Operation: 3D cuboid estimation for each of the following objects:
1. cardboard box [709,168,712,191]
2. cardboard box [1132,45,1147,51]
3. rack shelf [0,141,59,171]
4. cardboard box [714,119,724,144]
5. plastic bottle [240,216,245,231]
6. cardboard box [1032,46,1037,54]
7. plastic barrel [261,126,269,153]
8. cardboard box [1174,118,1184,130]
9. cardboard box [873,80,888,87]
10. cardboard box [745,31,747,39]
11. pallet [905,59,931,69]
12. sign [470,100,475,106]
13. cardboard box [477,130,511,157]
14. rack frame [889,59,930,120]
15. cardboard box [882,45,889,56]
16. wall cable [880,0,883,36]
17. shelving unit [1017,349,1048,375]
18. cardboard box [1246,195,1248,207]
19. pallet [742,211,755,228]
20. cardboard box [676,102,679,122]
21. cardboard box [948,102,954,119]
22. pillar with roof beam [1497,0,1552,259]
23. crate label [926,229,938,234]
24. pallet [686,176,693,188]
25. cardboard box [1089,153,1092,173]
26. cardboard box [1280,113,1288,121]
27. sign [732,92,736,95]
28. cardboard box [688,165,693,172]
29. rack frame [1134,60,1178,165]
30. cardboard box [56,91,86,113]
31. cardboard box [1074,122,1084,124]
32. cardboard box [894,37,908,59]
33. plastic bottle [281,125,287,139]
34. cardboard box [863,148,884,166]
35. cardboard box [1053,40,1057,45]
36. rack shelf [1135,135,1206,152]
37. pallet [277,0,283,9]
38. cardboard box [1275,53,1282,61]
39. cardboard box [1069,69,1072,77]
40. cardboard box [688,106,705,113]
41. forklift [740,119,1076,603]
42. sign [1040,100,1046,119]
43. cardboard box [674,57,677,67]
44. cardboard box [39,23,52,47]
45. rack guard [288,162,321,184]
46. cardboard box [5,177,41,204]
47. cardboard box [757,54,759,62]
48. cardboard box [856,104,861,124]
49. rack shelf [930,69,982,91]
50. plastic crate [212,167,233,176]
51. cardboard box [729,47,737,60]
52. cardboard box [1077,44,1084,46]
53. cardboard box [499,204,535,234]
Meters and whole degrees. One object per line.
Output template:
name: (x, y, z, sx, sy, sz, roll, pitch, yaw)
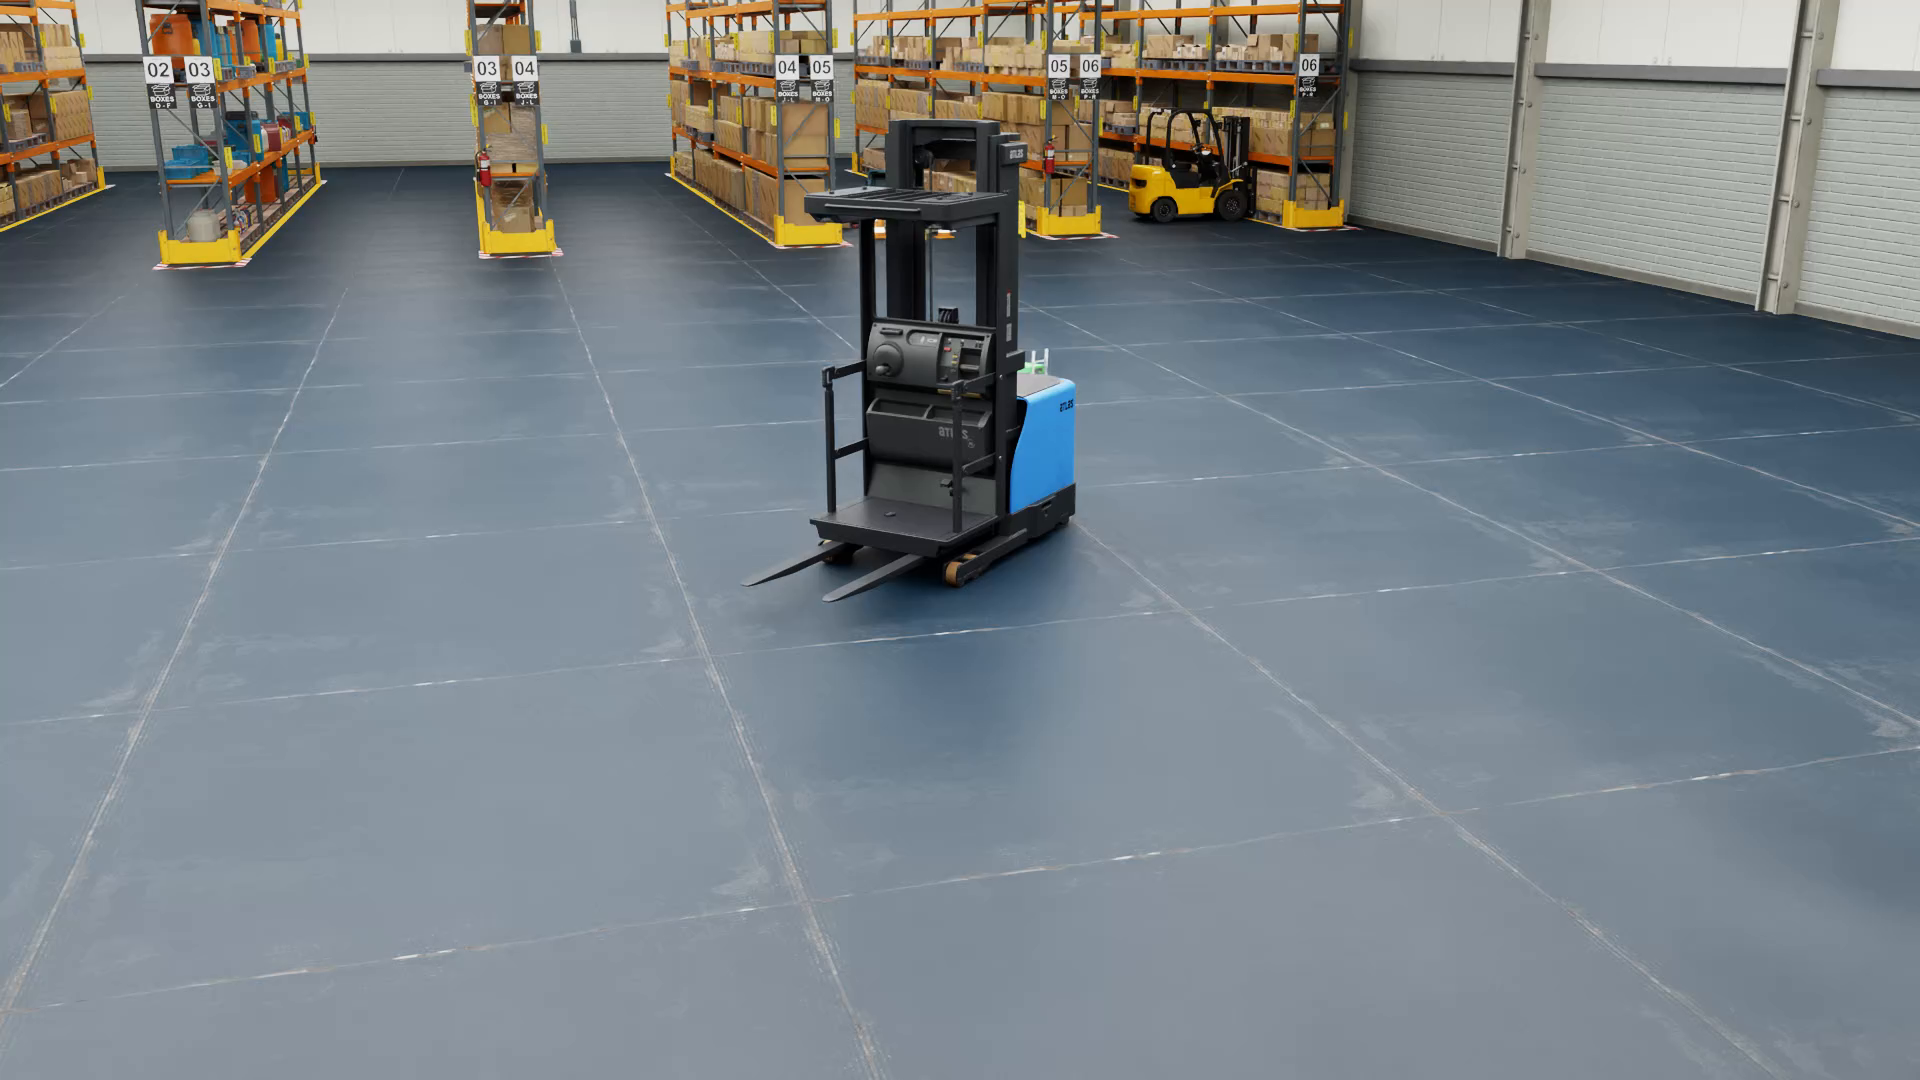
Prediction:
cardboard box: (-5.319, -8.080, 37.254, 0.500, 0.500, 0.500, -5, 17, -16)
cardboard box: (4.238, -11.498, 38.852, 0.380, 0.149, 0.250, -4, 17, -13)
rack shelf: (-19.759, -7.977, 34.546, 1.077, 0.370, 4.000, -5, 17, -15)
cardboard box: (-5.023, -8.817, 35.918, 0.500, 0.500, 0.500, -5, 17, -15)
plastic bottle: (-12.623, -5.555, 29.209, 0.097, 0.271, 0.097, 0, 17, 0)
cardboard box: (1.545, -9.033, 30.648, 0.380, 0.149, 0.250, -5, 17, -16)
plastic barrel: (-13.957, -7.945, 32.994, 0.421, 0.512, 0.421, 0, 17, 0)
cardboard box: (5.052, -9.188, 36.718, 0.500, 0.250, 0.500, -4, 17, -14)
cardboard box: (-2.017, -11.764, 42.861, 0.380, 0.149, 0.250, -5, 17, -15)
cardboard box: (-3.804, -9.418, 31.023, 0.380, 0.149, 0.250, -5, 17, -16)
pallet: (-0.693, -11.164, 39.017, 1.003, 0.211, 1.213, -4, 17, -13)
sign: (-10.216, -9.061, 34.889, 0.100, 0.325, 0.005, -5, 17, -15)
cardboard box: (-7.862, -6.812, 28.723, 0.875, 0.500, 0.500, -5, 17, -15)
rack frame: (-1.254, -10.441, 41.496, 1.000, 3.000, 0.127, -5, 17, -15)
cardboard box: (-1.737, -12.213, 41.513, 0.396, 0.266, 0.258, -4, 17, -13)
wall cable: (-3.464, -16.030, 49.676, 2.355, 3.000, 0.029, -5, 17, -15)
shelving unit: (0.369, -0.878, 12.759, 0.503, 1.200, 0.258, 9, 15, 28)
cardboard box: (5.962, -6.924, 33.837, 0.500, 0.250, 0.500, -4, 17, -13)
pallet: (-3.653, -6.257, 32.414, 1.003, 0.211, 1.213, -5, 17, -15)
cardboard box: (-6.933, -10.890, 42.300, 0.500, 0.500, 0.500, -4, 17, -15)
cardboard box: (0.049, -9.293, 36.255, 0.500, 0.500, 0.500, -4, 17, -14)
pillar with roof beam: (5.000, -8.652, 25.113, 9.100, 9.000, 0.400, -5, 17, -15)
crate label: (-0.564, -5.798, 31.017, 0.298, 0.136, 0.250, 16, 23, 42)
pallet: (-6.204, -8.869, 41.111, 1.003, 0.211, 1.213, -5, 17, -15)
cardboard box: (3.590, -9.540, 42.113, 0.500, 0.500, 0.500, -5, 17, -16)
cardboard box: (6.416, -8.164, 32.099, 0.380, 0.149, 0.250, -5, 17, -15)
sign: (-5.453, -10.621, 40.083, 0.100, 0.325, 0.005, -5, 17, -15)
cardboard box: (-6.464, -9.136, 40.860, 0.380, 0.149, 0.250, -6, 18, -18)
rack frame: (4.617, -9.728, 39.123, 1.000, 3.000, 0.127, -5, 17, -15)
cardboard box: (-20.881, -10.267, 39.007, 0.500, 0.500, 0.500, -4, 17, -14)
cardboard box: (2.035, -7.608, 31.374, 0.500, 0.500, 0.500, -4, 17, -14)
cardboard box: (-1.291, -11.860, 40.102, 0.500, 0.500, 0.500, -5, 17, -16)
plastic bottle: (-14.927, -8.963, 36.661, 0.144, 0.351, 0.185, -5, 17, -15)
cardboard box: (-2.076, -10.347, 44.907, 0.875, 0.438, 0.875, -5, 18, -17)
cardboard box: (2.721, -13.125, 44.091, 0.500, 0.250, 0.500, -4, 17, -14)
rack shelf: (5.166, -8.830, 37.385, 1.077, 0.370, 4.000, -5, 17, -15)
pallet: (-15.288, -11.630, 36.052, 1.003, 0.211, 1.213, -5, 17, -15)
cardboard box: (6.296, -9.285, 31.969, 0.380, 0.149, 0.250, -5, 17, -17)
cardboard box: (2.107, -8.621, 30.660, 0.380, 0.149, 0.250, -5, 18, -17)
cardboard box: (-6.169, -10.094, 39.015, 0.380, 0.149, 0.250, -5, 17, -15)
forklift: (-0.314, -1.246, 11.007, 1.130, 2.935, 3.031, 9, 19, 28)
sign: (1.505, -7.789, 30.107, 0.100, 0.325, 0.005, -5, 17, -15)
cardboard box: (-6.913, -12.061, 41.936, 0.500, 0.250, 0.500, -5, 18, -17)
cardboard box: (-20.480, -11.120, 36.630, 0.700, 0.500, 0.500, -5, 17, -15)
rack guard: (-16.663, -9.181, 41.646, 1.175, 0.500, 0.348, -5, 17, -15)
cardboard box: (-19.342, -7.214, 34.335, 0.500, 0.500, 0.500, -5, 17, -16)
cardboard box: (-3.454, -8.684, 29.967, 0.380, 0.149, 0.250, -5, 17, -15)
cardboard box: (-2.498, -11.440, 44.648, 0.500, 0.500, 0.500, -5, 17, -16)
rack shelf: (0.395, -9.873, 35.643, 1.077, 0.370, 4.000, -5, 17, -15)
plastic crate: (-12.184, -6.093, 27.481, 0.298, 0.136, 0.250, -5, 17, -15)
cardboard box: (-4.338, -9.747, 33.328, 0.500, 0.250, 0.500, -5, 17, -16)
cardboard box: (3.178, -12.425, 41.903, 0.380, 0.149, 0.250, -4, 17, -14)
cardboard box: (-7.640, -5.516, 28.717, 0.500, 0.500, 0.500, -1, 17, -5)
